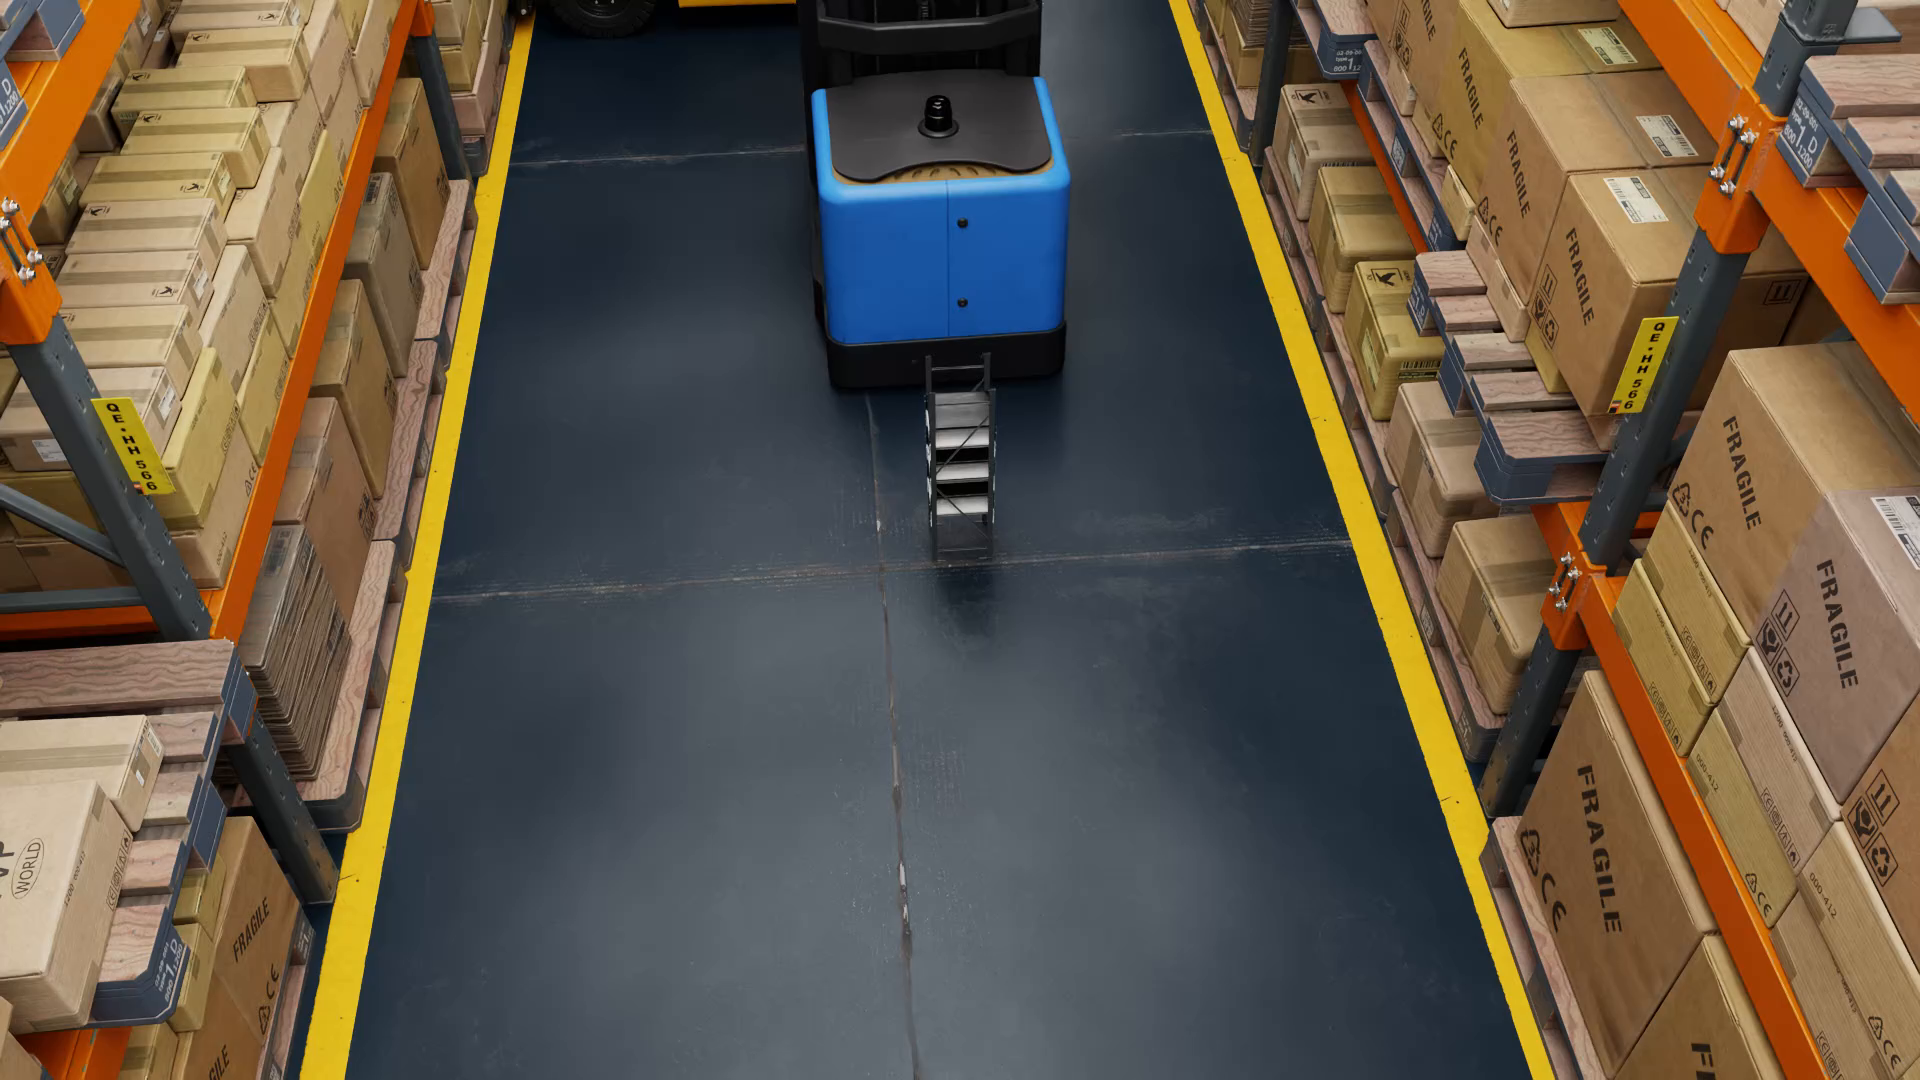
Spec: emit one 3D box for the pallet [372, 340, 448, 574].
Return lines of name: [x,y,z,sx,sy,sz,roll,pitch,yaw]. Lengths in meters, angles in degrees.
pallet: [-2.737,-0.340,6.927,1.003,0.211,1.213,-3,47,-3]

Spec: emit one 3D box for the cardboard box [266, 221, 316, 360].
cardboard box: [-2.489,-0.842,5.584,0.500,0.250,0.500,-5,47,-5]

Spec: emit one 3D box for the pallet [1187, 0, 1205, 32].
pallet: [1.806,-3.429,9.852,1.003,0.211,1.213,-3,47,-3]

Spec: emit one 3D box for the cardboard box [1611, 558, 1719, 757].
cardboard box: [2.128,0.296,4.507,0.500,0.250,0.500,-4,47,-4]

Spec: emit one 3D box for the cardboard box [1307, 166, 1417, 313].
cardboard box: [2.113,-1.361,7.493,0.950,0.372,0.625,-1,47,-1]

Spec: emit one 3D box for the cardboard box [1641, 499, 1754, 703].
cardboard box: [2.134,0.136,4.314,0.500,0.250,0.500,-4,47,-4]

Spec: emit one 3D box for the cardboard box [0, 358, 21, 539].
cardboard box: [-2.923,-0.249,4.679,0.500,0.250,0.500,-3,47,-2]

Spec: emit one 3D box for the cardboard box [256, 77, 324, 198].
cardboard box: [-2.537,-1.387,5.757,0.500,0.250,0.500,-3,47,-3]

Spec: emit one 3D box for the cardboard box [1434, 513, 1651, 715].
cardboard box: [2.300,0.225,5.992,0.950,0.372,0.625,-6,47,-6]

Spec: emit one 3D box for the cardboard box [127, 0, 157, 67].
cardboard box: [-3.074,-1.779,5.853,0.380,0.149,0.250,-4,47,-4]

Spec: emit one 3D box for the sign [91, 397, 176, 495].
sign: [-2.068,-0.231,4.160,0.100,0.325,0.005,-3,47,-3]

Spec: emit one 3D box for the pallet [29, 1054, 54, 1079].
pallet: [-2.441,1.652,3.252,1.003,0.211,1.213,-3,47,-3]

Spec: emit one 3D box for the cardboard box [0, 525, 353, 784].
cardboard box: [-2.647,0.399,5.652,0.875,0.625,0.625,-2,47,-2]

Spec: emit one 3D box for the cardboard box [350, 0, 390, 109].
cardboard box: [-2.593,-1.951,6.635,0.500,0.250,0.500,-4,47,-4]

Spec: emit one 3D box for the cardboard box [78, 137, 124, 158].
cardboard box: [-3.041,-1.346,5.718,0.500,0.250,0.500,-4,47,-4]

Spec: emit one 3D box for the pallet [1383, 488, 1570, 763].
pallet: [2.274,0.268,6.351,1.003,0.211,1.213,-3,47,-3]

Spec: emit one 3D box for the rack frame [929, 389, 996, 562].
rack frame: [0.009,-0.230,6.348,0.240,0.900,0.006,-3,47,-3]

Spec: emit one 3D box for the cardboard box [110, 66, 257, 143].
cardboard box: [-2.578,-1.442,5.534,0.380,0.149,0.250,-3,47,-3]

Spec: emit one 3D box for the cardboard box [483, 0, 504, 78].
cardboard box: [-2.712,-2.650,8.799,0.500,0.250,0.500,-4,47,-4]

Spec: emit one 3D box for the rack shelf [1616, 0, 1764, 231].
rack shelf: [2.170,-2.356,5.345,1.077,0.370,4.000,-3,47,-3]

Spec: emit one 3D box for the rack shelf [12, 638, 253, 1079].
rack shelf: [-2.441,1.874,3.405,1.077,0.370,4.000,-3,47,-3]

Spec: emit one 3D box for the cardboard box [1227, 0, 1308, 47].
cardboard box: [1.686,-2.888,8.507,0.500,0.500,0.500,-4,47,-4]

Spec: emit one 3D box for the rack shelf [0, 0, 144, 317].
rack shelf: [-2.776,-2.052,5.057,1.077,0.370,4.000,-3,47,-3]

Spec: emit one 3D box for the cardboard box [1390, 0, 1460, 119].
cardboard box: [1.880,-1.852,5.875,0.500,0.500,0.500,-5,47,-5]

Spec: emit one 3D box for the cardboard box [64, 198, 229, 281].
cardboard box: [-2.447,-0.892,5.014,0.380,0.149,0.250,-3,47,-3]

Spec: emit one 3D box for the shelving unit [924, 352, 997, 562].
shelving unit: [0.001,-0.304,6.418,0.258,0.900,0.210,-3,47,-3]

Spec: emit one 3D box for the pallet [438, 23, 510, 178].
pallet: [-2.968,-2.334,8.815,1.003,0.211,1.213,-3,47,-3]

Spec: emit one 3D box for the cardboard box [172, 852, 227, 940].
cardboard box: [-2.315,1.013,4.710,0.380,0.149,0.250,-6,47,-5]

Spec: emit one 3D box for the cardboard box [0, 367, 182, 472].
cardboard box: [-2.342,-0.327,4.478,0.380,0.149,0.250,-2,47,-2]

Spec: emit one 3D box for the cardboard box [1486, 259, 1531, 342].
cardboard box: [1.915,-0.775,5.302,0.380,0.149,0.250,-4,47,-4]

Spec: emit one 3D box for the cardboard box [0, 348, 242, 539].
cardboard box: [-2.377,-0.278,4.707,0.500,0.250,0.500,-4,47,-3]

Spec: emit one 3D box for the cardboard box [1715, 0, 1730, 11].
cardboard box: [2.073,-1.465,4.178,0.380,0.149,0.250,-3,47,-3]

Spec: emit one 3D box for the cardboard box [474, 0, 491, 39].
cardboard box: [-2.720,-2.819,8.614,0.500,0.250,0.500,-4,47,-4]

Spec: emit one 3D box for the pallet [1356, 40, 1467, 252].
pallet: [2.131,-1.489,6.226,1.003,0.211,1.213,-3,47,-3]

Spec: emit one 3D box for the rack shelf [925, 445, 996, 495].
rack shelf: [0.001,-0.281,6.442,0.258,0.077,0.200,-3,47,-3]

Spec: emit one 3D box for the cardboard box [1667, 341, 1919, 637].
cardboard box: [2.135,-0.132,4.051,0.500,0.500,0.500,-5,47,-5]

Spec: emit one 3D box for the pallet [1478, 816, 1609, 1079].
pallet: [2.328,1.409,5.270,1.003,0.211,1.213,-3,47,-3]

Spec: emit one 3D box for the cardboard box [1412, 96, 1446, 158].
cardboard box: [1.867,-1.522,6.010,0.380,0.149,0.250,-5,47,-5]

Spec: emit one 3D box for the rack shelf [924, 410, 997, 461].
rack shelf: [0.001,-0.404,6.311,0.258,0.077,0.200,-3,47,-3]

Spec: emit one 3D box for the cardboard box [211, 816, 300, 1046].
cardboard box: [-2.359,1.187,4.992,0.500,0.500,0.500,-2,47,-2]

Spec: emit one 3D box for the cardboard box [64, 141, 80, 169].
cardboard box: [-3.070,-1.217,5.321,0.380,0.149,0.250,-4,47,-4]

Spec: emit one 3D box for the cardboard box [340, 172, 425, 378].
cardboard box: [-2.831,-1.104,7.076,0.875,0.625,0.625,-4,47,-4]

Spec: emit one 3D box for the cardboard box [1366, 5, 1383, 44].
cardboard box: [1.826,-2.088,6.545,0.380,0.149,0.250,-3,47,-3]

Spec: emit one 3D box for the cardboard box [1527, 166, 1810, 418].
cardboard box: [2.022,-0.718,4.801,0.500,0.500,0.500,-5,47,-4]

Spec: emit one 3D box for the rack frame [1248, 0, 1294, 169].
rack frame: [2.003,-3.019,7.543,1.000,3.000,0.127,-3,47,-3]

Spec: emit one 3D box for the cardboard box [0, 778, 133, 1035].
cardboard box: [-2.198,0.830,3.712,0.500,0.250,0.500,-5,47,-5]

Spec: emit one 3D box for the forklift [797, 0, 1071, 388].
forklift: [-0.206,-2.748,7.334,1.130,2.935,3.031,-4,47,-4]

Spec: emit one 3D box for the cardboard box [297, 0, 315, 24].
cardboard box: [-2.572,-1.997,6.060,0.380,0.149,0.250,-4,47,-4]
